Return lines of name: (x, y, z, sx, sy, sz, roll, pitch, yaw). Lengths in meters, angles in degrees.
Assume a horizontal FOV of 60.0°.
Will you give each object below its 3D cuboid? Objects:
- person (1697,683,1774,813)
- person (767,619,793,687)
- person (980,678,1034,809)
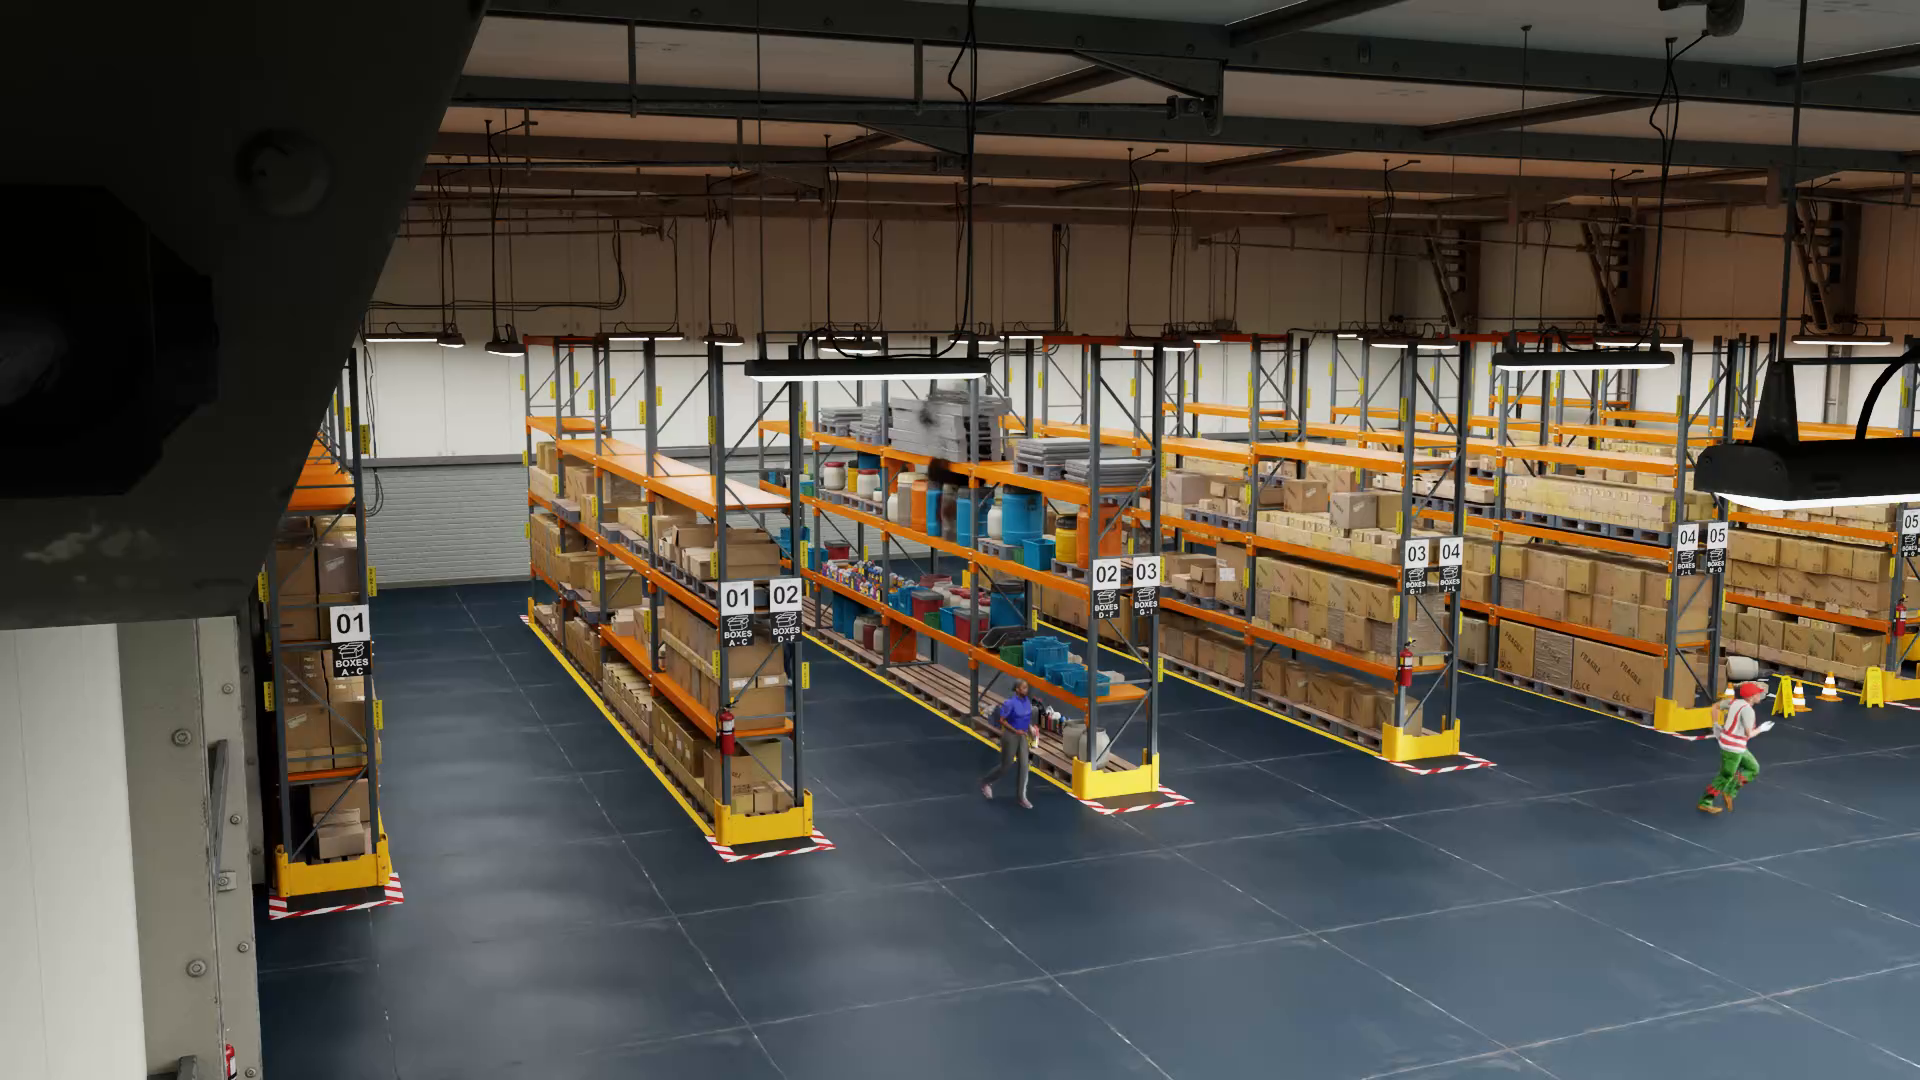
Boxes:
person: (9.860, 2.645, 21.131, 0.828, 1.716, 0.628, 2, 8, 16)
person: (-3.025, 1.696, 28.874, 0.542, 1.579, 0.886, -4, 9, -29)
person: (0.738, 2.630, 21.837, 0.630, 1.634, 0.830, -7, 11, -44)
